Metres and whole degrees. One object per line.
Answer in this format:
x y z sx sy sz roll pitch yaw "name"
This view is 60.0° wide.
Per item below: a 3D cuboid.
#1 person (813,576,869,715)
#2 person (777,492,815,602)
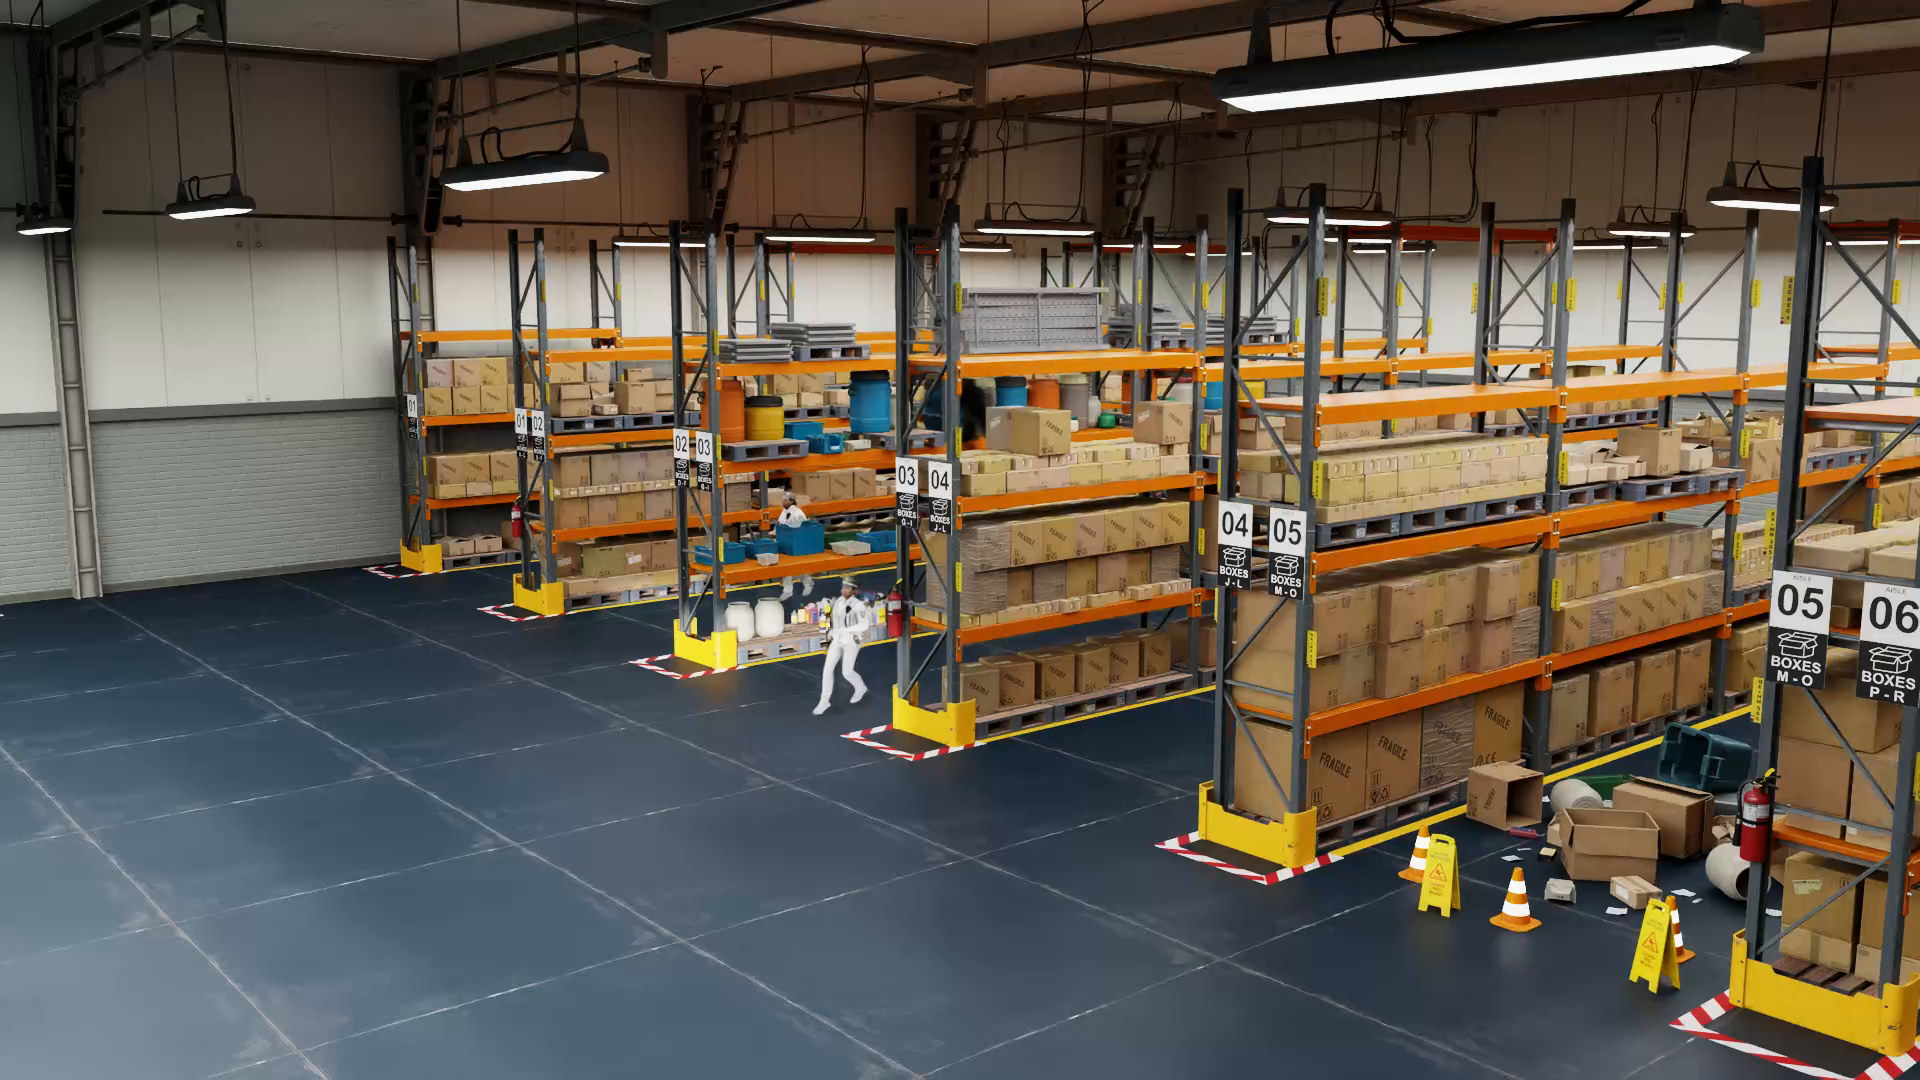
-1.373 1.253 20.192 0.643 1.687 0.861 7 11 38 "person"
-2.572 0.091 26.012 0.665 1.713 0.625 -7 11 -38 "person"
